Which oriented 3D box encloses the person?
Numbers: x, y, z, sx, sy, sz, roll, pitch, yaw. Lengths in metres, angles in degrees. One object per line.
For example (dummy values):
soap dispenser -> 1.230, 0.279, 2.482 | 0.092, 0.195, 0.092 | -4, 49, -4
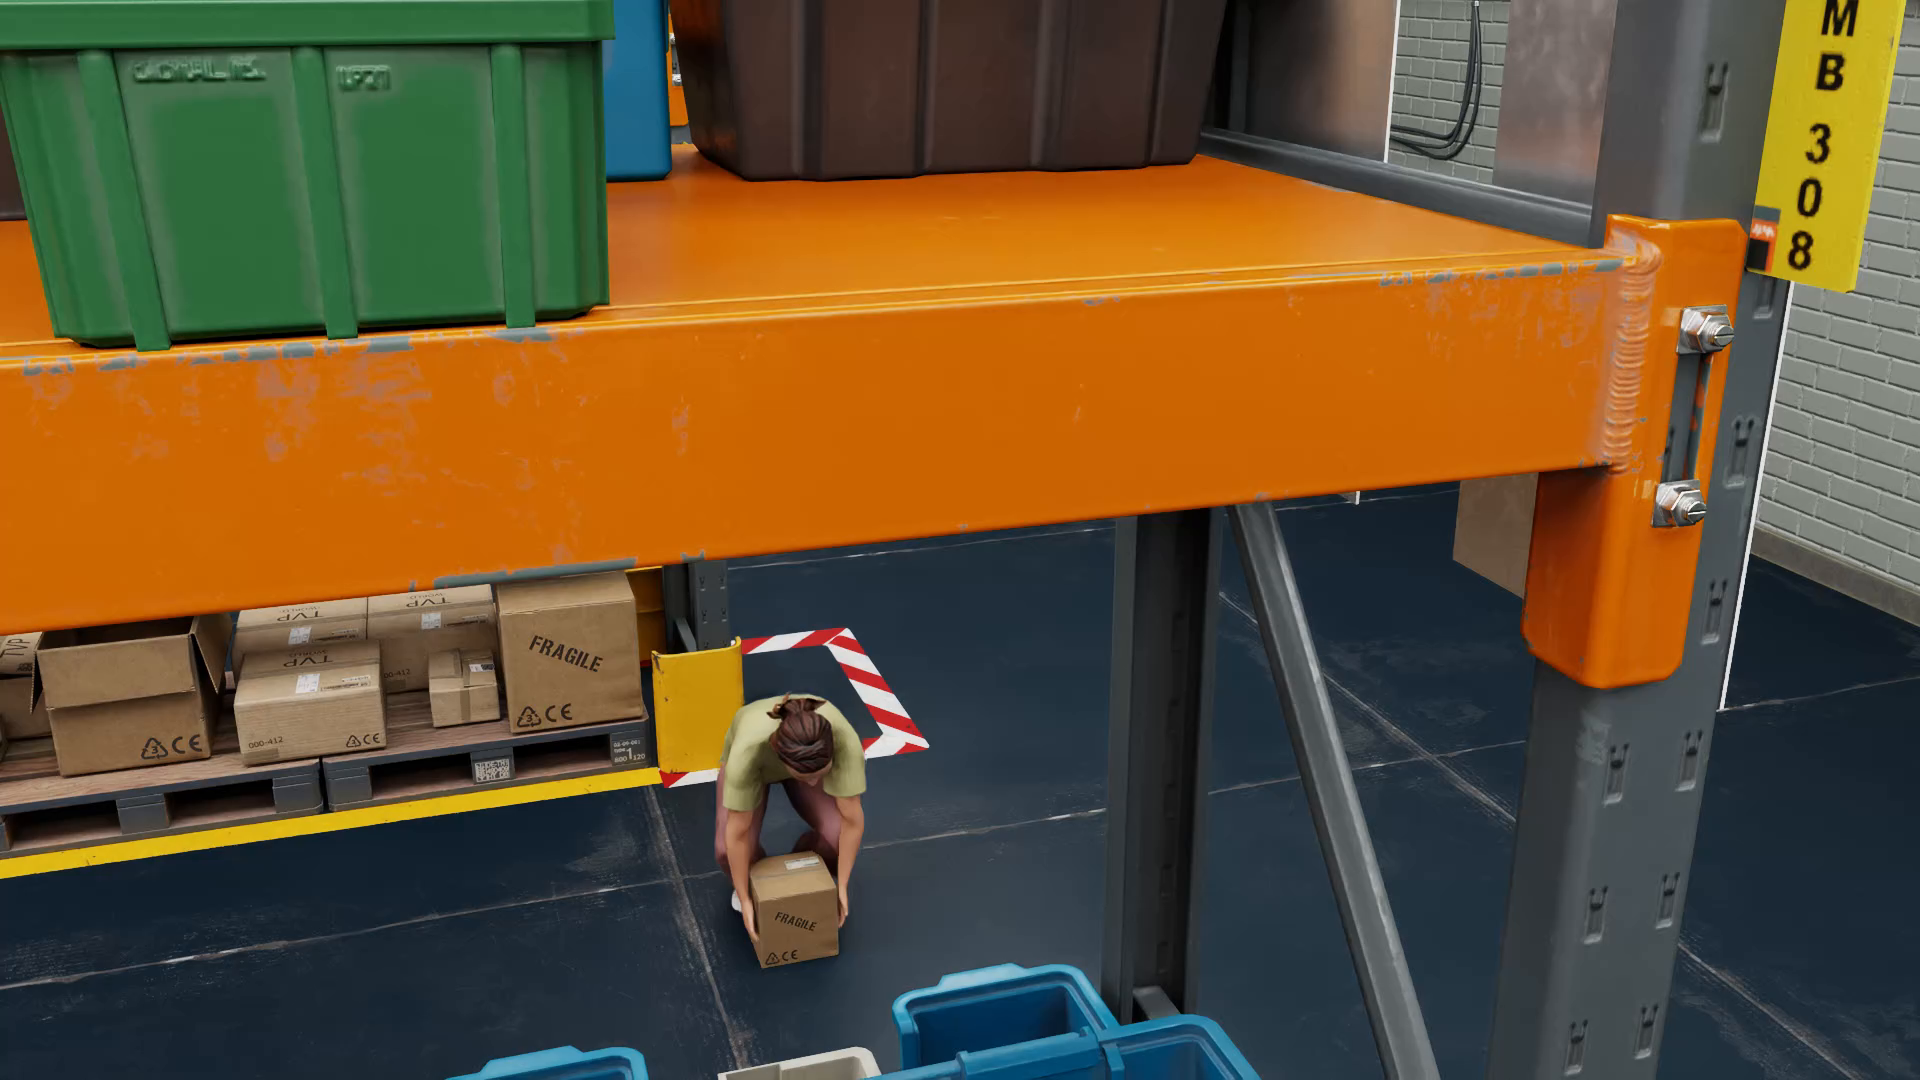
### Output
person -> -0.565, 0.849, 5.417 | 0.491, 0.840, 0.797 | -3, 20, -10
